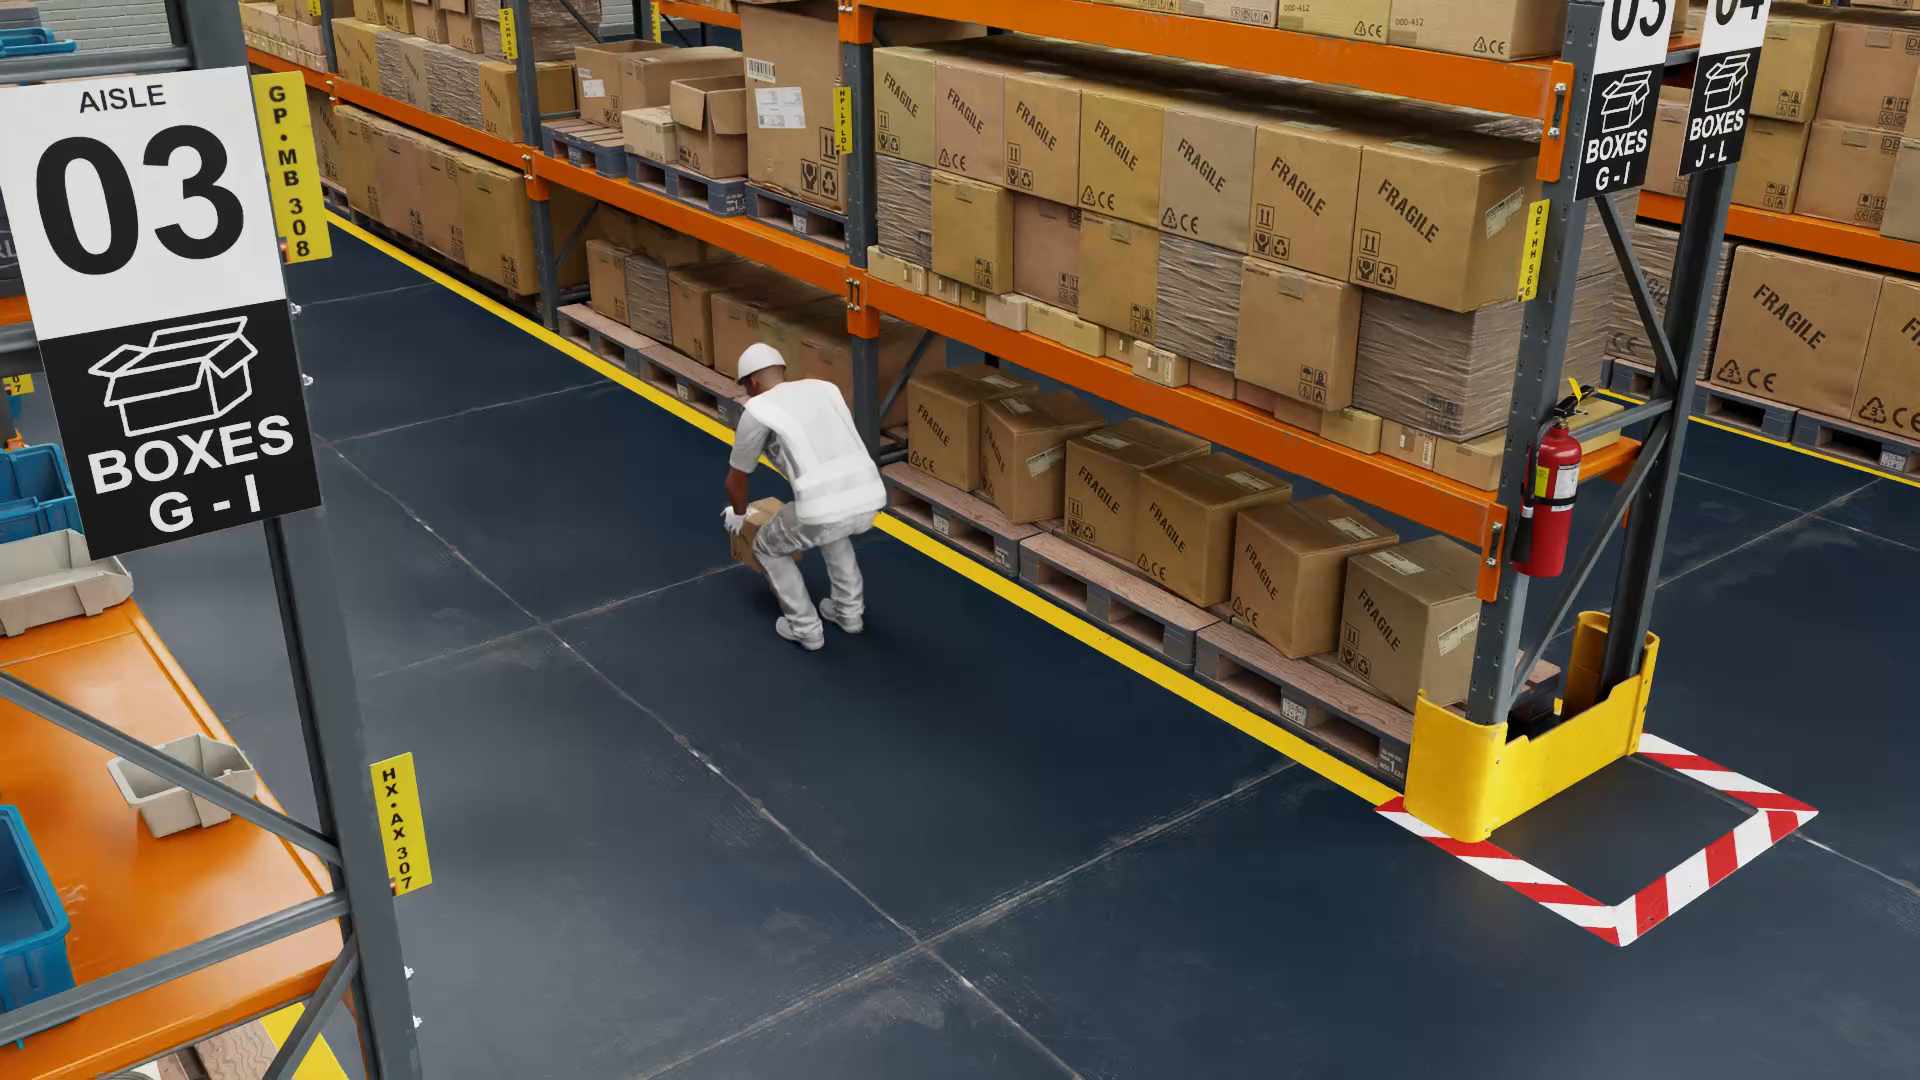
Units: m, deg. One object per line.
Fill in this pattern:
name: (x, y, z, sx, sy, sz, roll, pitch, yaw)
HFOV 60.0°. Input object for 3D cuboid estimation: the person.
person: (-0.718, -0.186, 7.546, 0.610, 1.322, 0.813, -18, 30, -34)
